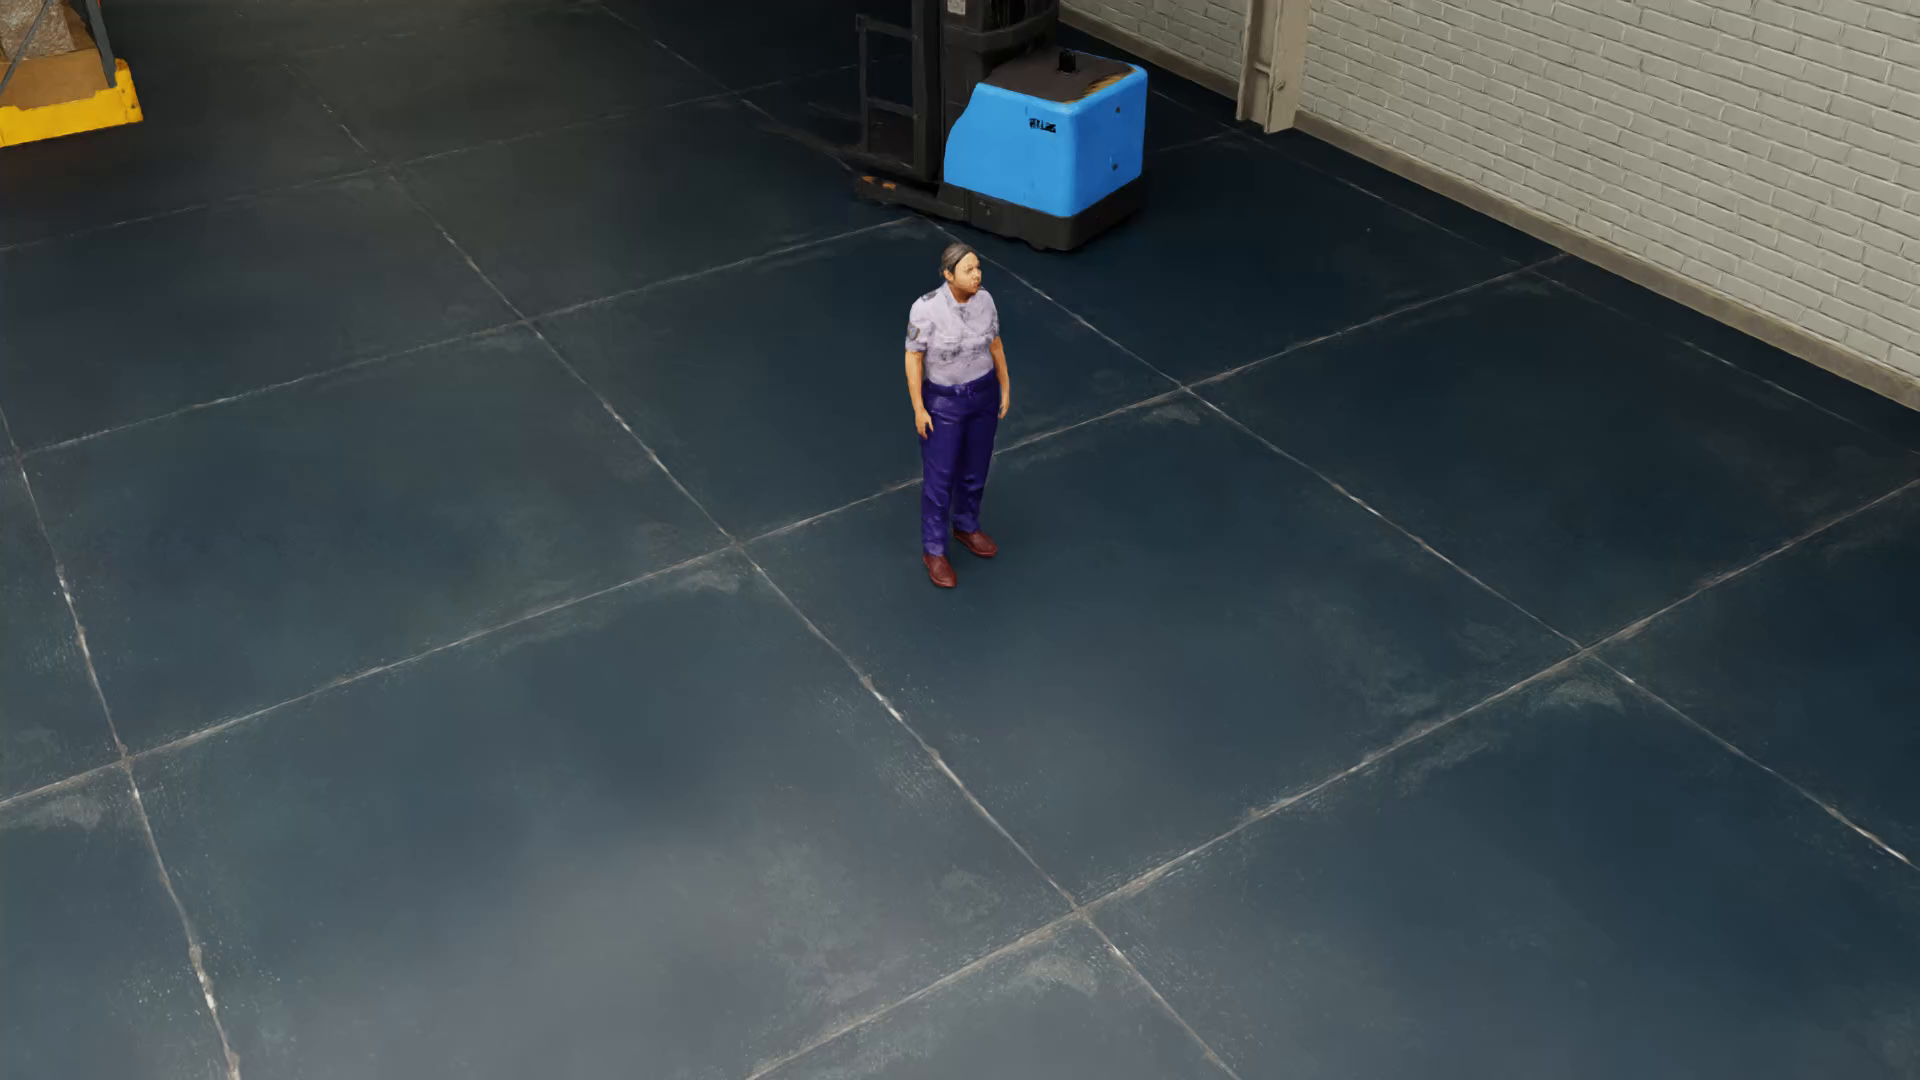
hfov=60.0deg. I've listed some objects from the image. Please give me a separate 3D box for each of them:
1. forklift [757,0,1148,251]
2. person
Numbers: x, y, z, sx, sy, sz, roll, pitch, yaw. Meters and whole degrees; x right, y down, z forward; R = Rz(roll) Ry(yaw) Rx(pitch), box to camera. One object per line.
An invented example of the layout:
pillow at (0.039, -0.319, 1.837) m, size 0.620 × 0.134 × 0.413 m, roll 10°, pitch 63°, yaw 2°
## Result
forklift at (-0.167, -3.869, 11.654) m, size 3.031 × 2.935 × 1.130 m, roll 23°, pitch 41°, yaw 29°
person at (0.030, -0.624, 8.151) m, size 0.599 × 1.637 × 0.502 m, roll -21°, pitch 40°, yaw -27°
